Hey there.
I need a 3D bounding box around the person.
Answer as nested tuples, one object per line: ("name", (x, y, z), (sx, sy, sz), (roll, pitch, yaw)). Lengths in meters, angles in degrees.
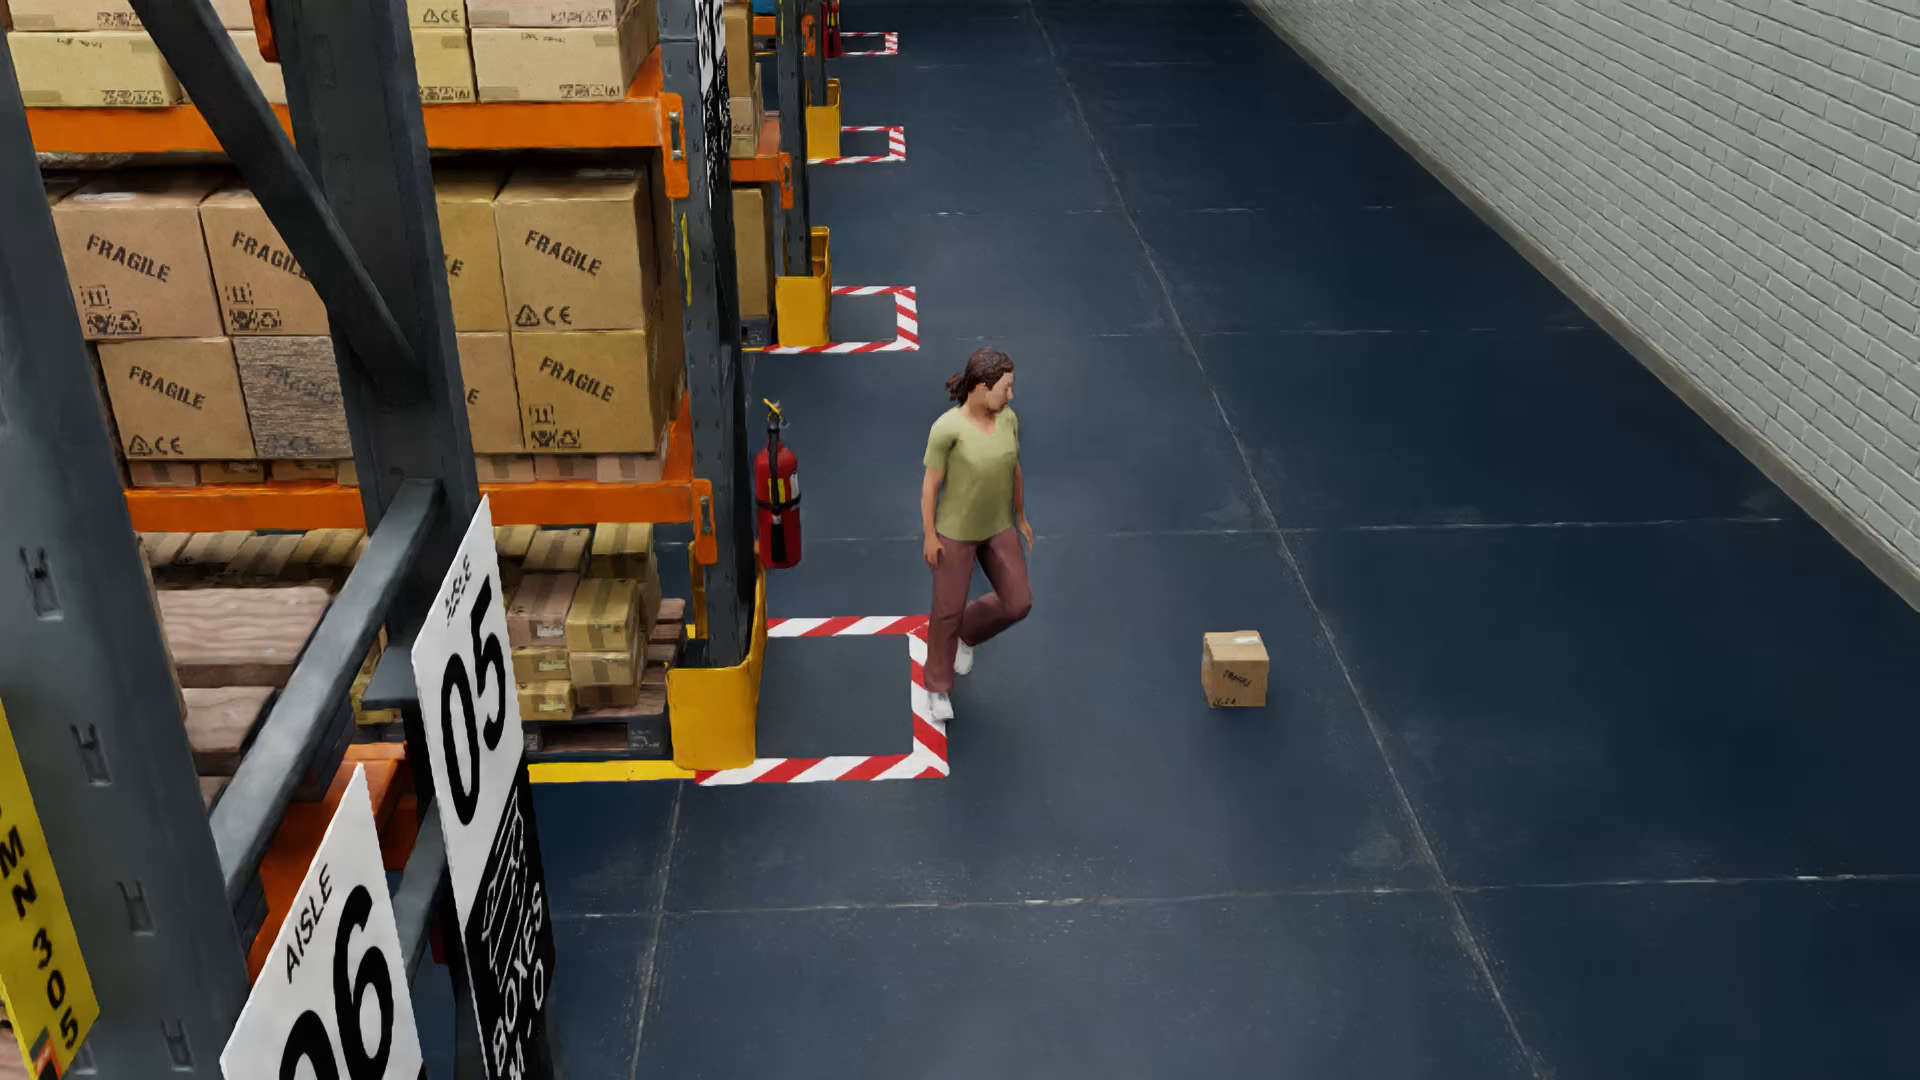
("person", (0.039, 0.049, 7.279), (0.535, 1.410, 0.486), (-14, 31, -25))
